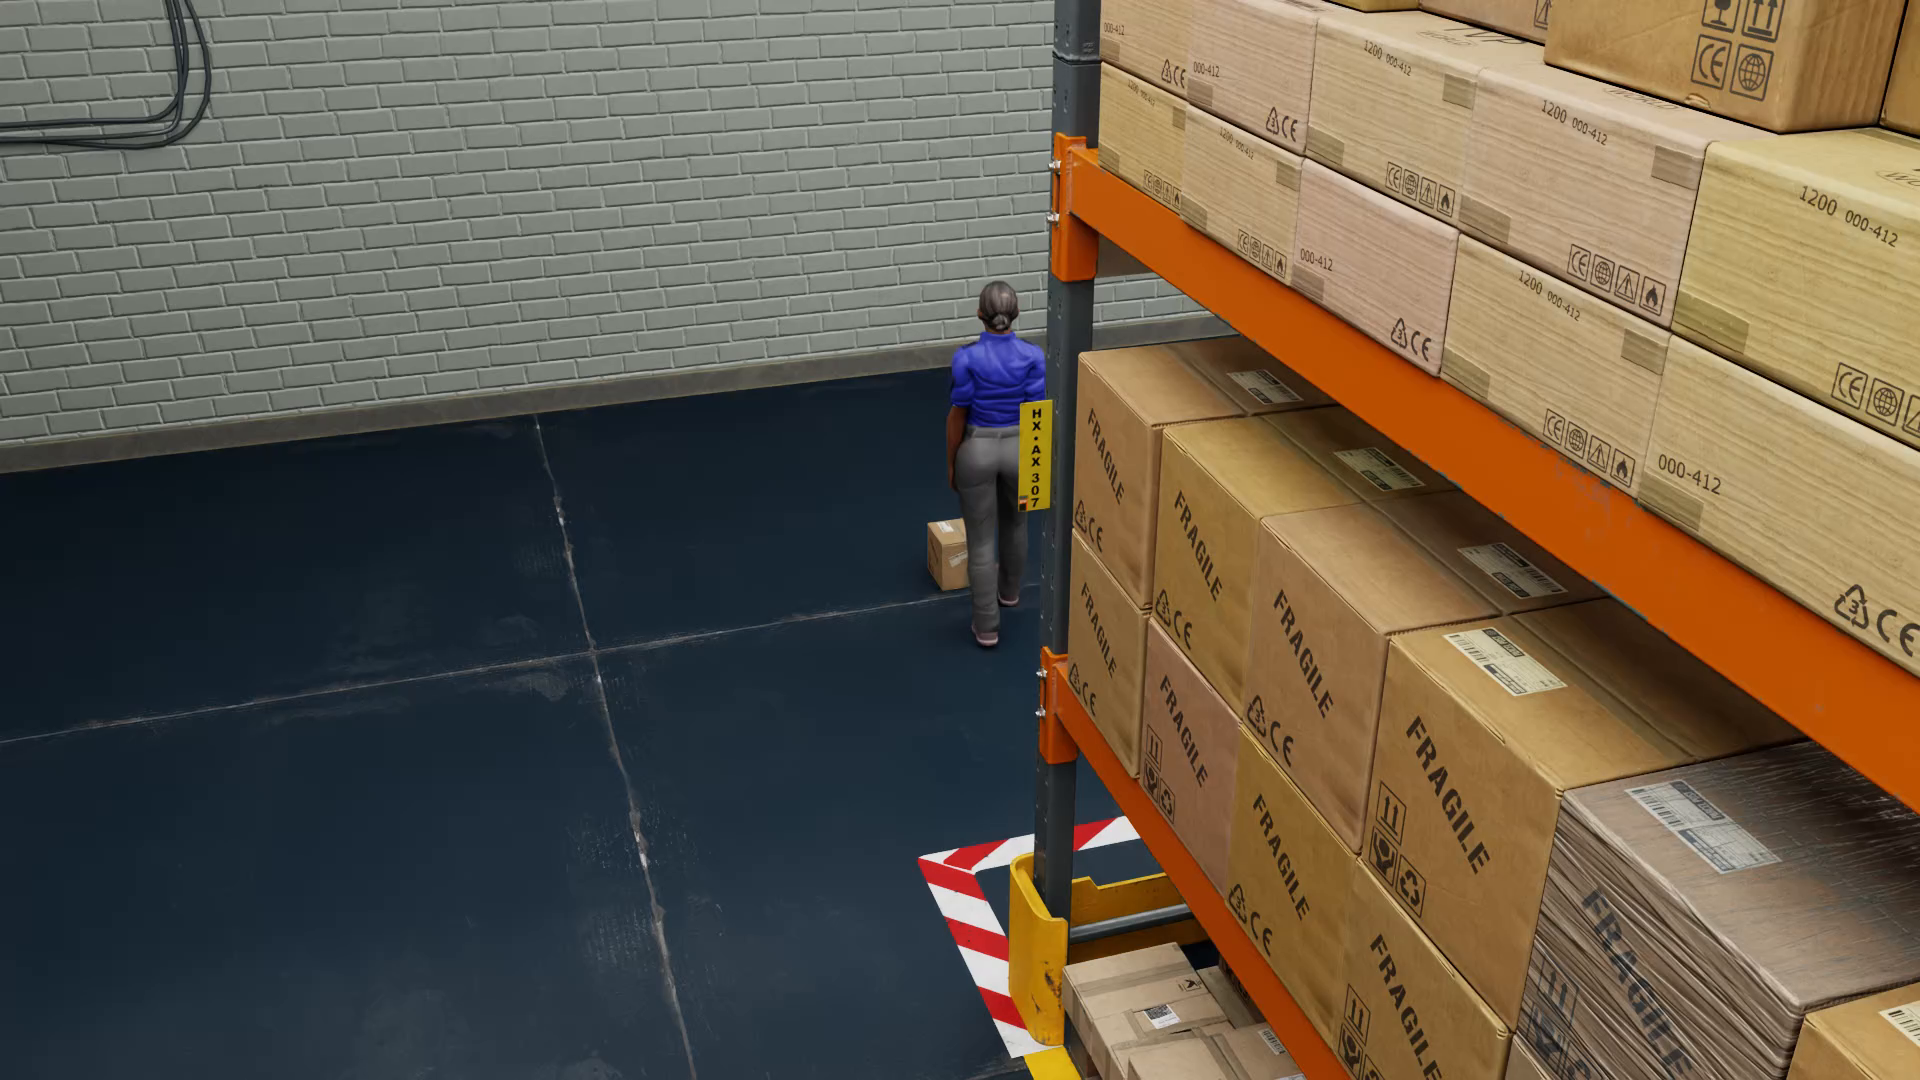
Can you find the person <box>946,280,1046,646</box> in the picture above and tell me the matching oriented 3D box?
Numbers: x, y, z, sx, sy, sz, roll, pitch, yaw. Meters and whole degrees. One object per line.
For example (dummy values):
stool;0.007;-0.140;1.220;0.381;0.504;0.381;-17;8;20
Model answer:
person;0.140;-0.391;7.393;0.450;1.646;0.672;-5;27;-10
